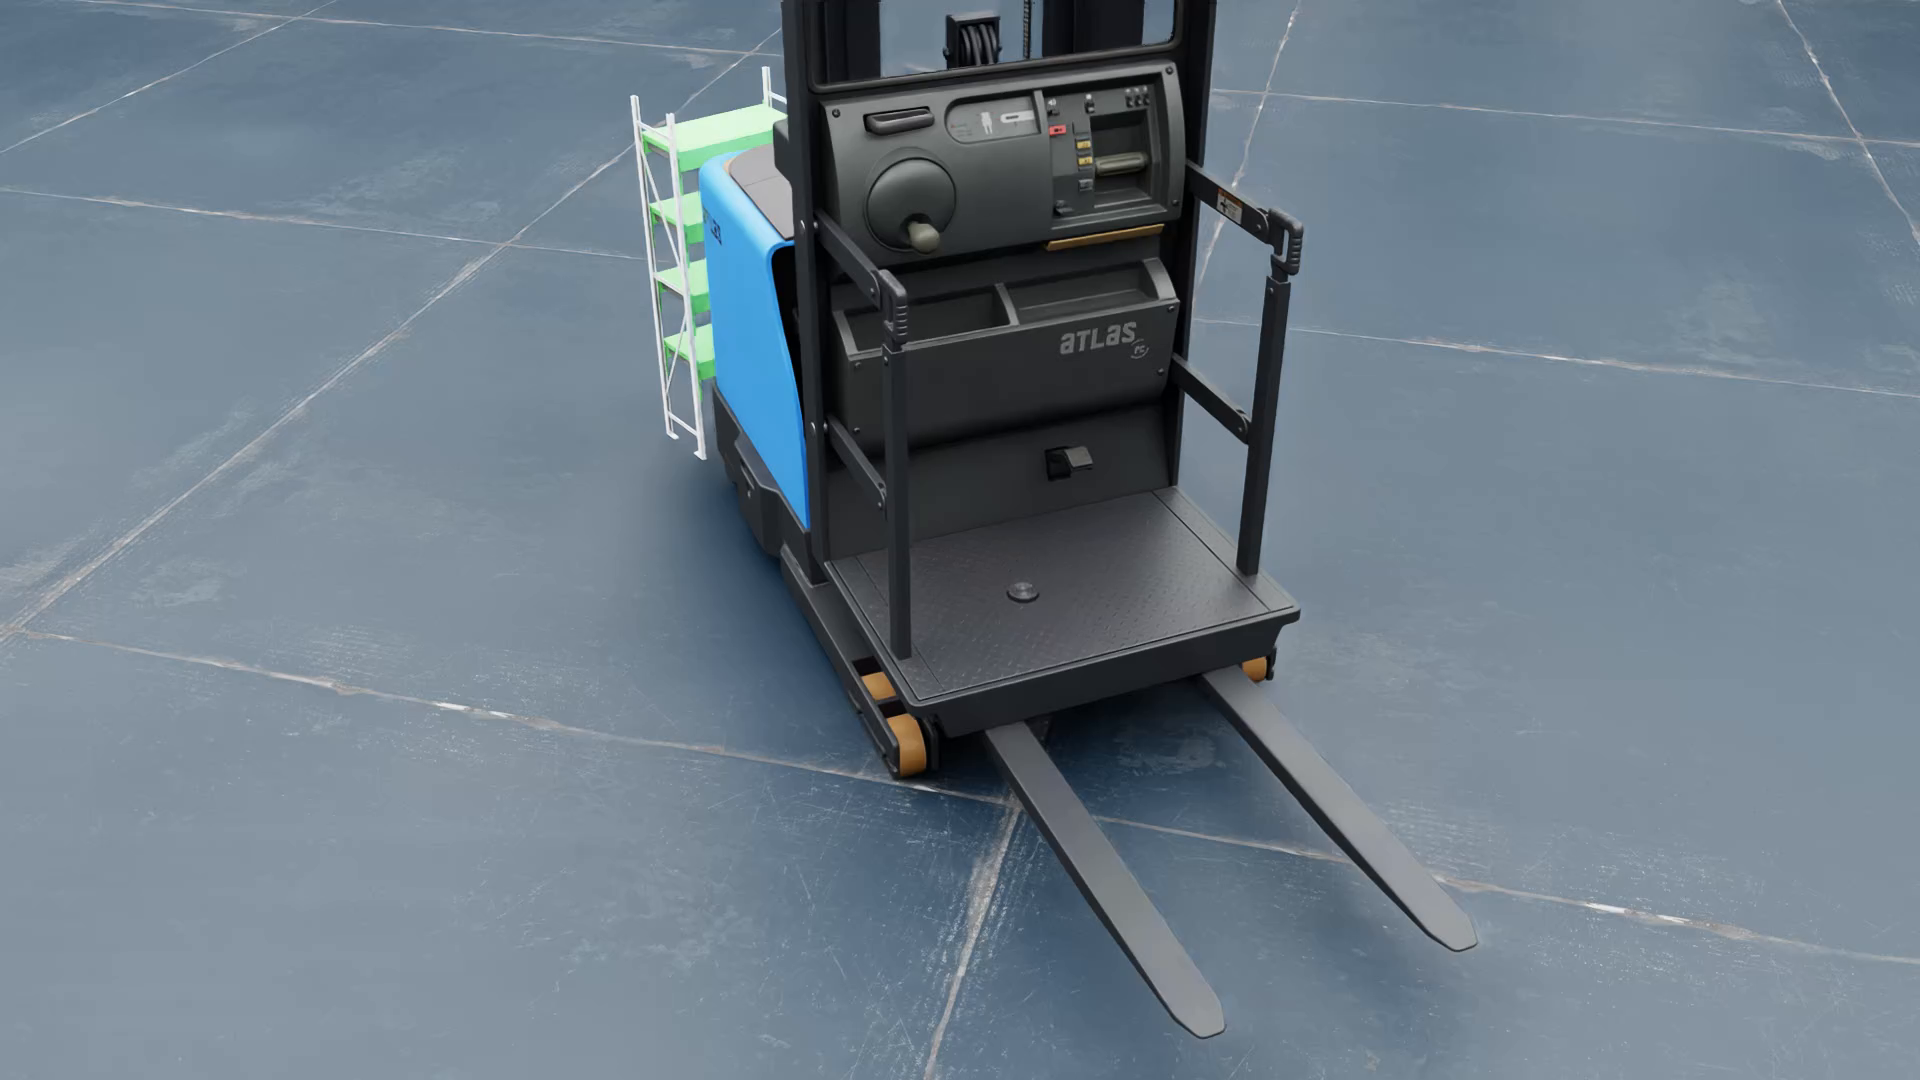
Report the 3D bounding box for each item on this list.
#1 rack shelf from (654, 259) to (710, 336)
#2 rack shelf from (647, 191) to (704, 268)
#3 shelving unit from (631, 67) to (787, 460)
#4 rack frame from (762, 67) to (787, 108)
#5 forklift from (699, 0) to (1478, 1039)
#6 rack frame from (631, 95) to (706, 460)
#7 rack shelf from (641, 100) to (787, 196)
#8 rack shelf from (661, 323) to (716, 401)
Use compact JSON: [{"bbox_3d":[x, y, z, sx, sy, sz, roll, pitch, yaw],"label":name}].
[{"bbox_3d":[-0.758,-0.860,5.603,0.480,0.148,0.258,-23,39,-32],"label":"rack shelf"},{"bbox_3d":[-0.758,-1.062,5.475,0.480,0.148,0.258,-23,39,-32],"label":"rack shelf"},{"bbox_3d":[-0.758,-0.914,5.569,0.503,1.200,0.258,-23,39,-32],"label":"shelving unit"},{"bbox_3d":[-0.568,-0.996,5.698,0.015,1.200,0.240,-23,39,-32],"label":"rack frame"},{"bbox_3d":[0.209,-0.883,3.907,1.130,2.935,3.031,-12,34,-19],"label":"forklift"},{"bbox_3d":[-0.949,-0.832,5.440,0.015,1.200,0.240,-23,39,-32],"label":"rack frame"},{"bbox_3d":[-0.758,-1.265,5.346,0.480,0.148,0.258,-23,39,-32],"label":"rack shelf"},{"bbox_3d":[-0.758,-0.657,5.732,0.480,0.148,0.258,-23,39,-32],"label":"rack shelf"}]
